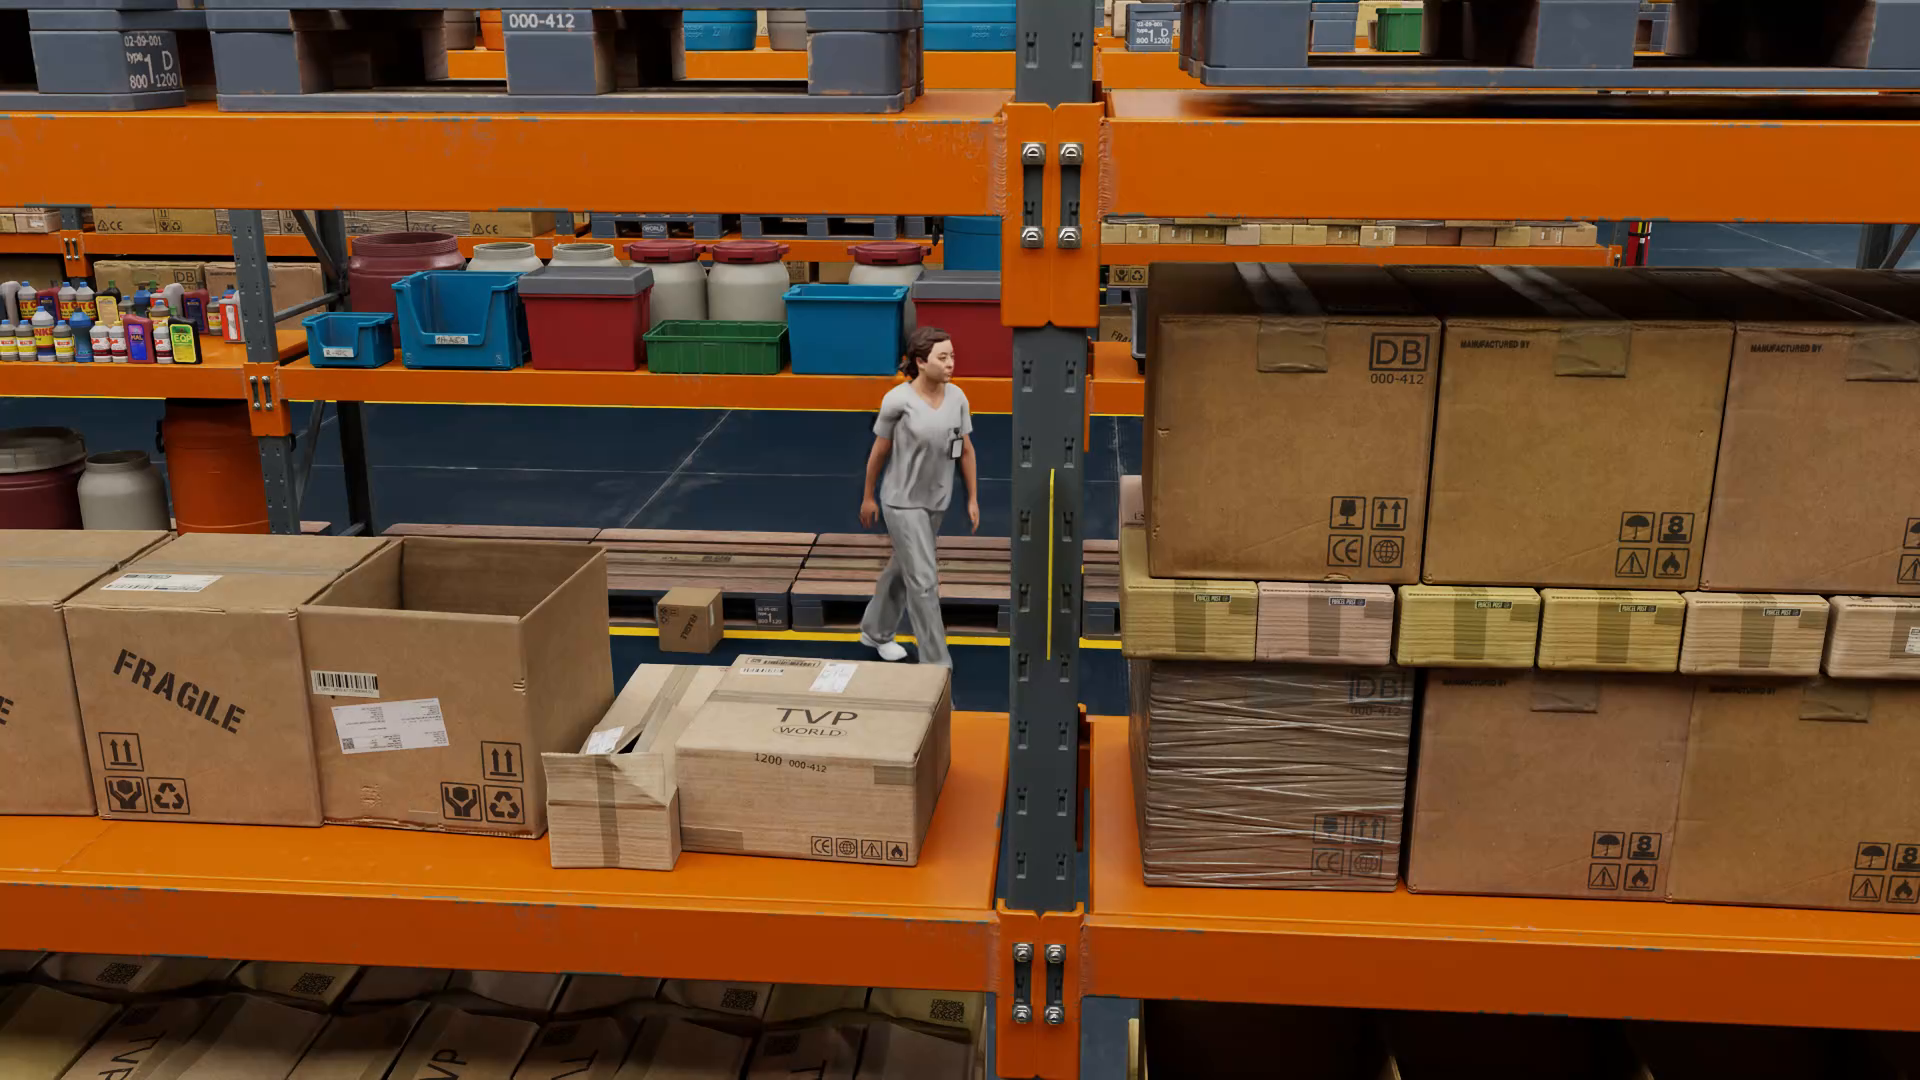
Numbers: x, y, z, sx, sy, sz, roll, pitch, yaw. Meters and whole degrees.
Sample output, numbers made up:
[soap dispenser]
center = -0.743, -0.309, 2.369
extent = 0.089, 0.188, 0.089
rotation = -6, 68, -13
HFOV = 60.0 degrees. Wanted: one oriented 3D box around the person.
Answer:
[person]
center = -0.168, -0.154, 7.550
extent = 0.465, 1.663, 0.844
rotation = -15, 23, -39
